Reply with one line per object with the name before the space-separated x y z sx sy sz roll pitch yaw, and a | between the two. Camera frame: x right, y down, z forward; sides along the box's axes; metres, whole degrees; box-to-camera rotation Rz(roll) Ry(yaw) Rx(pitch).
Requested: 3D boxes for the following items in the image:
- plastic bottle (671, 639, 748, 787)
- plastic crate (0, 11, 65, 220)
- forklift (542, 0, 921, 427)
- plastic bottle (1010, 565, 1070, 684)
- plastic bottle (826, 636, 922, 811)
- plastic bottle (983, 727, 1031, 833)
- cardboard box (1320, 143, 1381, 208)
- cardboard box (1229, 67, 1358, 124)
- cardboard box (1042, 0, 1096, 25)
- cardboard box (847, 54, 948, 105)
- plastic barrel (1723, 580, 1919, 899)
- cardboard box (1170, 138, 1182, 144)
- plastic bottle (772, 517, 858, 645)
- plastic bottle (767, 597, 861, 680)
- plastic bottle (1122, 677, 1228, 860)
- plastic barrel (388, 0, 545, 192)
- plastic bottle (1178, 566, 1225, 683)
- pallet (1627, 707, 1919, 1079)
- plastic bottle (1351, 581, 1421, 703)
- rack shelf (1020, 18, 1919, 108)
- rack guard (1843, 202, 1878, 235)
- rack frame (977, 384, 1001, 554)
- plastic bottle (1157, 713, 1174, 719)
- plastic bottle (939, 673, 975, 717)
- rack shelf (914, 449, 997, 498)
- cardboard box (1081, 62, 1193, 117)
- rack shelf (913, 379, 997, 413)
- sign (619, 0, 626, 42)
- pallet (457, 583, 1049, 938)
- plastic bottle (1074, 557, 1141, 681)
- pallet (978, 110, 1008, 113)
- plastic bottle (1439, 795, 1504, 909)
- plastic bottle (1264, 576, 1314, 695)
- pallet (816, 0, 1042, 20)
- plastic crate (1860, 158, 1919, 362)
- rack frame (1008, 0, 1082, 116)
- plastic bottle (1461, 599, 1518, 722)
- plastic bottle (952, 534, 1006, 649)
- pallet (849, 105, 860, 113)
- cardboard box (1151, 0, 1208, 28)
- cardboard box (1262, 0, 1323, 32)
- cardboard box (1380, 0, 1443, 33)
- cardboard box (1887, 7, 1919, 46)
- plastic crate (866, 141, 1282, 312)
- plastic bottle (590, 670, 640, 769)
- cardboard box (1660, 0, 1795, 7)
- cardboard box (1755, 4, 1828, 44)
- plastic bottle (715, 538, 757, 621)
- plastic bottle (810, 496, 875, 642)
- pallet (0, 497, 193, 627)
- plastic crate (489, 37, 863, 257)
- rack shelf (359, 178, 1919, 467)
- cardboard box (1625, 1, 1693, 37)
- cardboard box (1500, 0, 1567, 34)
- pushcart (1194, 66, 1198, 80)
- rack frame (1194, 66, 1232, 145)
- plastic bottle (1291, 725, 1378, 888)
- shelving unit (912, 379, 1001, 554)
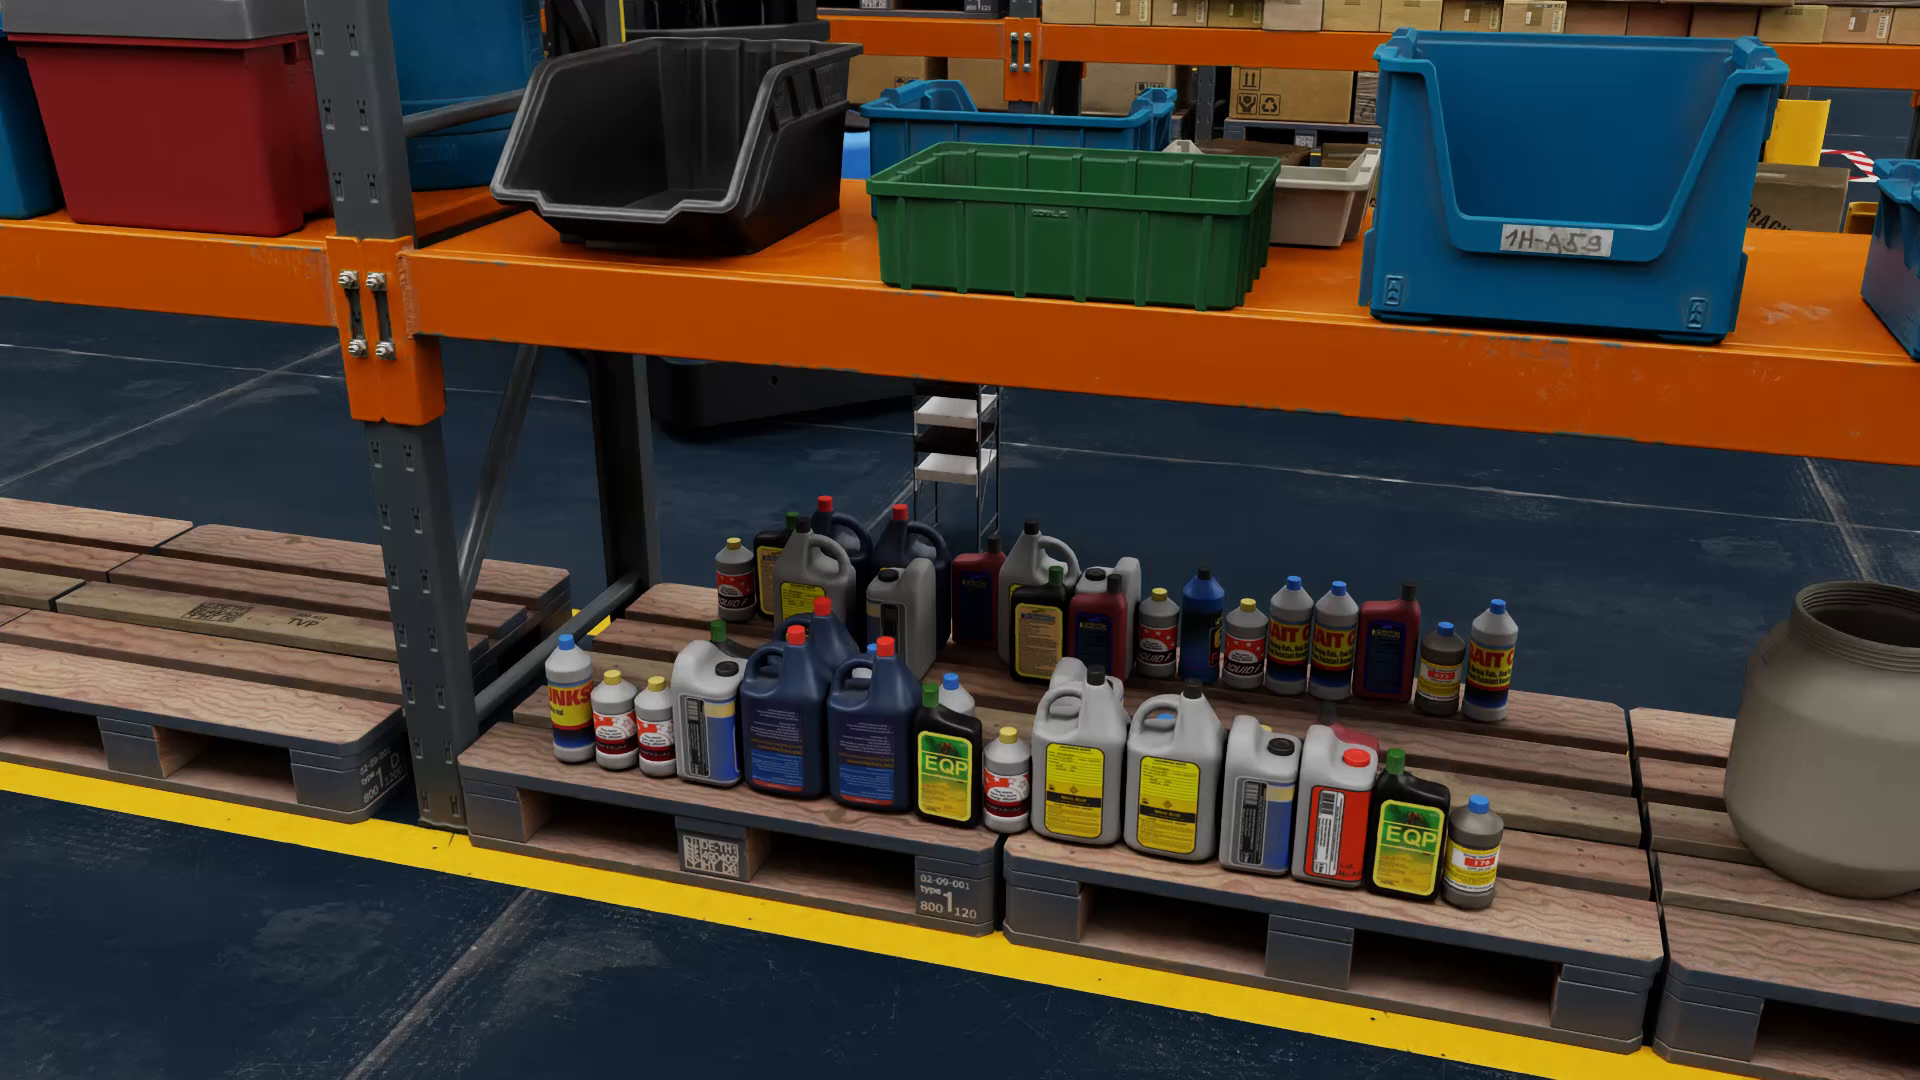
plastic bottle | -0.508 0.352 3.468 0.135 0.276 0.152 7 23 17
plastic crate | -2.149 -0.925 3.592 0.575 0.384 0.392 7 23 16
forklift | -1.264 -2.288 6.985 1.130 2.935 3.031 -11 25 -26
plastic bottle | 0.184 0.192 3.850 0.133 0.283 0.061 7 23 16
plastic bottle | -0.170 0.358 3.356 0.185 0.351 0.144 6 23 13
plastic bottle | 0.094 0.467 3.288 0.097 0.201 0.097 0 22 0
cardboard box | 1.966 -1.603 7.967 0.500 0.500 0.500 4 23 11
cardboard box | 2.539 -3.632 12.417 0.875 0.875 0.875 7 23 16
cardboard box | 0.546 -2.475 7.681 0.250 0.149 0.380 7 23 16
cardboard box | -0.478 -3.912 13.267 0.750 0.750 1.050 7 23 16
plastic barrel | 1.694 0.372 3.136 0.421 0.512 0.421 0 22 0
cardboard box | 0.799 -1.703 8.210 0.500 0.500 0.500 6 23 14
plastic bottle | -0.345 0.116 3.945 0.185 0.351 0.144 7 23 16
plastic bottle | -0.309 0.285 3.534 0.185 0.351 0.144 7 23 16
plastic bottle | 0.415 0.425 3.192 0.185 0.351 0.144 8 23 18
plastic barrel | -1.286 -1.308 3.847 0.708 0.901 0.600 7 23 16
plastic bottle | 0.562 0.190 3.869 0.097 0.271 0.097 0 22 0
pallet | 1.963 0.722 3.231 1.213 0.211 1.003 7 23 16
plastic bottle | 0.969 0.224 3.770 0.133 0.283 0.061 7 23 16
rack shelf | 2.342 -2.172 7.559 4.000 0.370 1.077 7 23 16
rack guard | 4.184 -1.137 7.383 0.348 0.500 1.175 7 23 16
rack frame | 0.090 -0.406 5.074 0.006 0.900 0.240 7 23 16
plastic bottle | 0.408 0.445 3.339 0.097 0.201 0.097 0 22 0
plastic bottle | -0.018 0.397 3.365 0.097 0.271 0.097 0 22 0
rack shelf | -0.008 -0.220 5.182 0.200 0.077 0.258 7 23 16
cardboard box | 1.336 -3.703 12.757 0.750 0.750 1.050 6 23 15
rack shelf | -0.008 -0.470 5.080 0.200 0.077 0.258 7 23 16
sign | -0.834 -1.251 4.002 0.005 0.325 0.100 7 23 16
pallet | -0.373 0.455 3.883 1.213 0.211 1.003 7 23 16
plastic bottle | 0.344 0.174 3.902 0.135 0.276 0.152 7 23 16
pallet | 0.024 -3.415 13.317 1.213 0.211 1.003 7 23 16
plastic bottle | 0.941 0.564 3.051 0.097 0.201 0.097 0 22 0
plastic bottle | 0.756 0.213 3.814 0.097 0.271 0.097 0 22 0
pallet | -0.262 -2.771 8.327 1.213 0.211 1.003 7 23 16
plastic crate | 1.640 -0.436 2.577 0.408 0.251 0.499 7 23 16
rack frame | 0.427 -2.724 7.957 0.127 3.000 1.000 7 23 16
plastic bottle | 1.180 0.261 3.696 0.097 0.271 0.097 0 22 0
plastic bottle | 0.048 0.119 4.027 0.133 0.283 0.061 8 24 19
pallet | -1.140 -3.549 13.644 1.213 0.211 1.003 7 23 16
cardboard box | 1.029 -2.425 7.560 0.250 0.149 0.380 7 23 16
cardboard box | 1.499 -2.359 7.399 0.250 0.149 0.380 7 23 16
cardboard box | 1.986 -2.315 7.292 0.250 0.149 0.380 7 23 16
cardboard box | 3.924 -2.125 6.829 0.250 0.149 0.380 7 23 16
plastic crate | 0.215 -0.575 2.998 0.662 0.188 0.450 7 23 16
plastic bottle | -0.728 0.372 3.517 0.097 0.201 0.097 0 22 0
cardboard box | 3.225 -2.550 7.012 0.500 0.500 0.875 7 23 16
cardboard box | 3.431 -2.161 6.918 0.250 0.149 0.380 7 23 16
plastic bottle | -0.566 0.094 4.197 0.097 0.201 0.097 0 22 0
plastic bottle | -0.304 0.064 4.073 0.185 0.351 0.144 6 23 14
pallet | -2.938 0.161 4.599 1.213 0.211 1.003 7 23 16
plastic crate | -0.539 -0.792 3.329 0.504 0.338 0.767 7 23 16
rack shelf | 0.911 -0.372 3.172 4.000 0.370 1.077 7 23 16
cardboard box | 2.969 -2.237 7.102 0.250 0.149 0.380 7 23 16
cardboard box | 2.458 -2.251 7.137 0.250 0.149 0.380 7 23 16
pushcart | 2.679 -4.277 15.200 0.936 0.377 1.648 -1 22 -3
rack frame | 1.957 -4.515 12.324 0.127 3.000 1.000 7 23 16
plastic bottle | 0.708 0.491 3.129 0.135 0.276 0.152 7 23 16
shelving unit | -0.008 -0.417 5.101 0.210 0.900 0.258 7 23 16
